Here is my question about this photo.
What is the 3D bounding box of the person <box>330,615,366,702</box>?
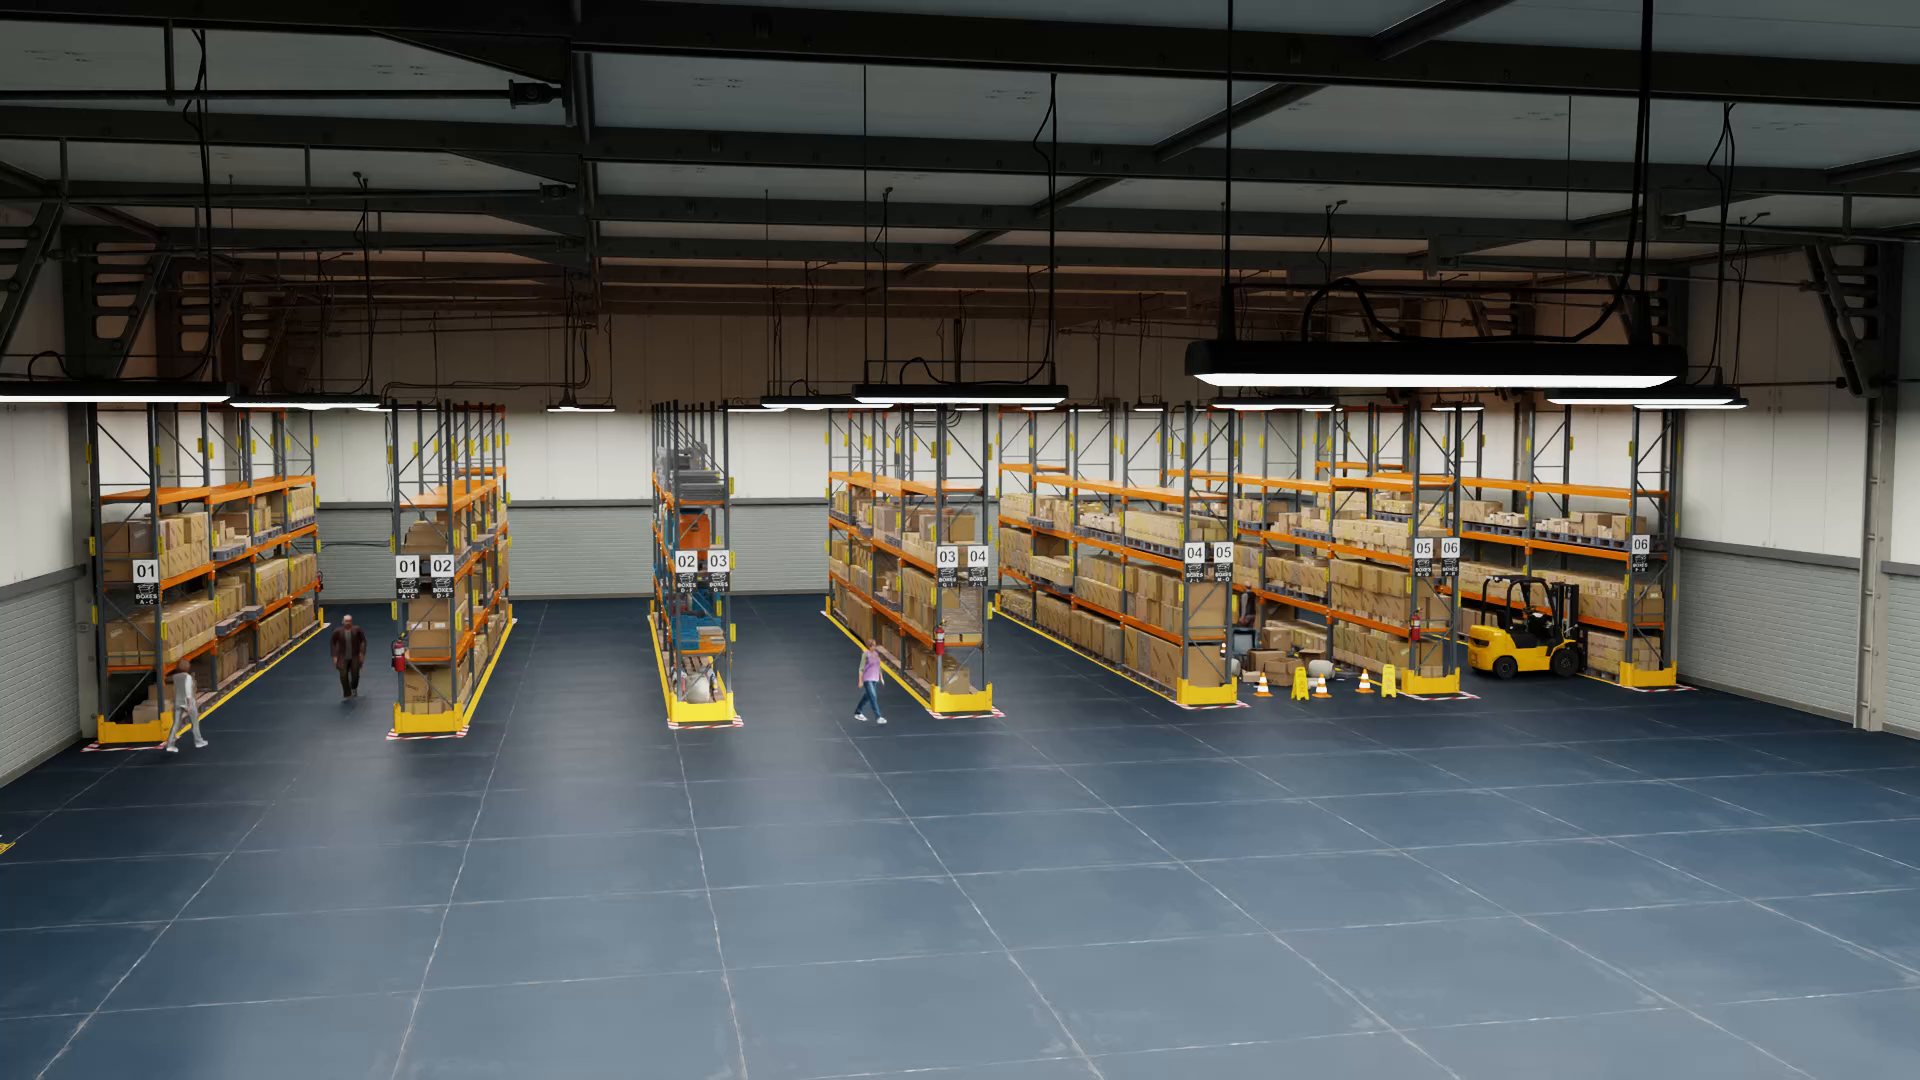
[{"bbox_3d":[-12.270,2.350,33.361,0.683,1.749,0.651,-1,4,-16],"label":"person"}]

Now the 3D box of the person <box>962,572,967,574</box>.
[{"bbox_3d":[-0.124,1.094,49.634,0.639,1.718,1.102,-1,4,-10],"label":"person"}]

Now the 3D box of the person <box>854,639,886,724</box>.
[{"bbox_3d":[-1.624,2.604,30.814,0.914,1.554,0.466,3,5,33],"label":"person"}]

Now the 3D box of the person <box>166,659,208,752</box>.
[{"bbox_3d":[-13.173,2.799,28.220,0.380,1.543,0.944,0,4,3],"label":"person"}]

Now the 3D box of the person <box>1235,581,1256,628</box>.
[{"bbox_3d":[6.895,1.859,39.975,0.569,1.733,0.397,-4,6,-44],"label":"person"}]
